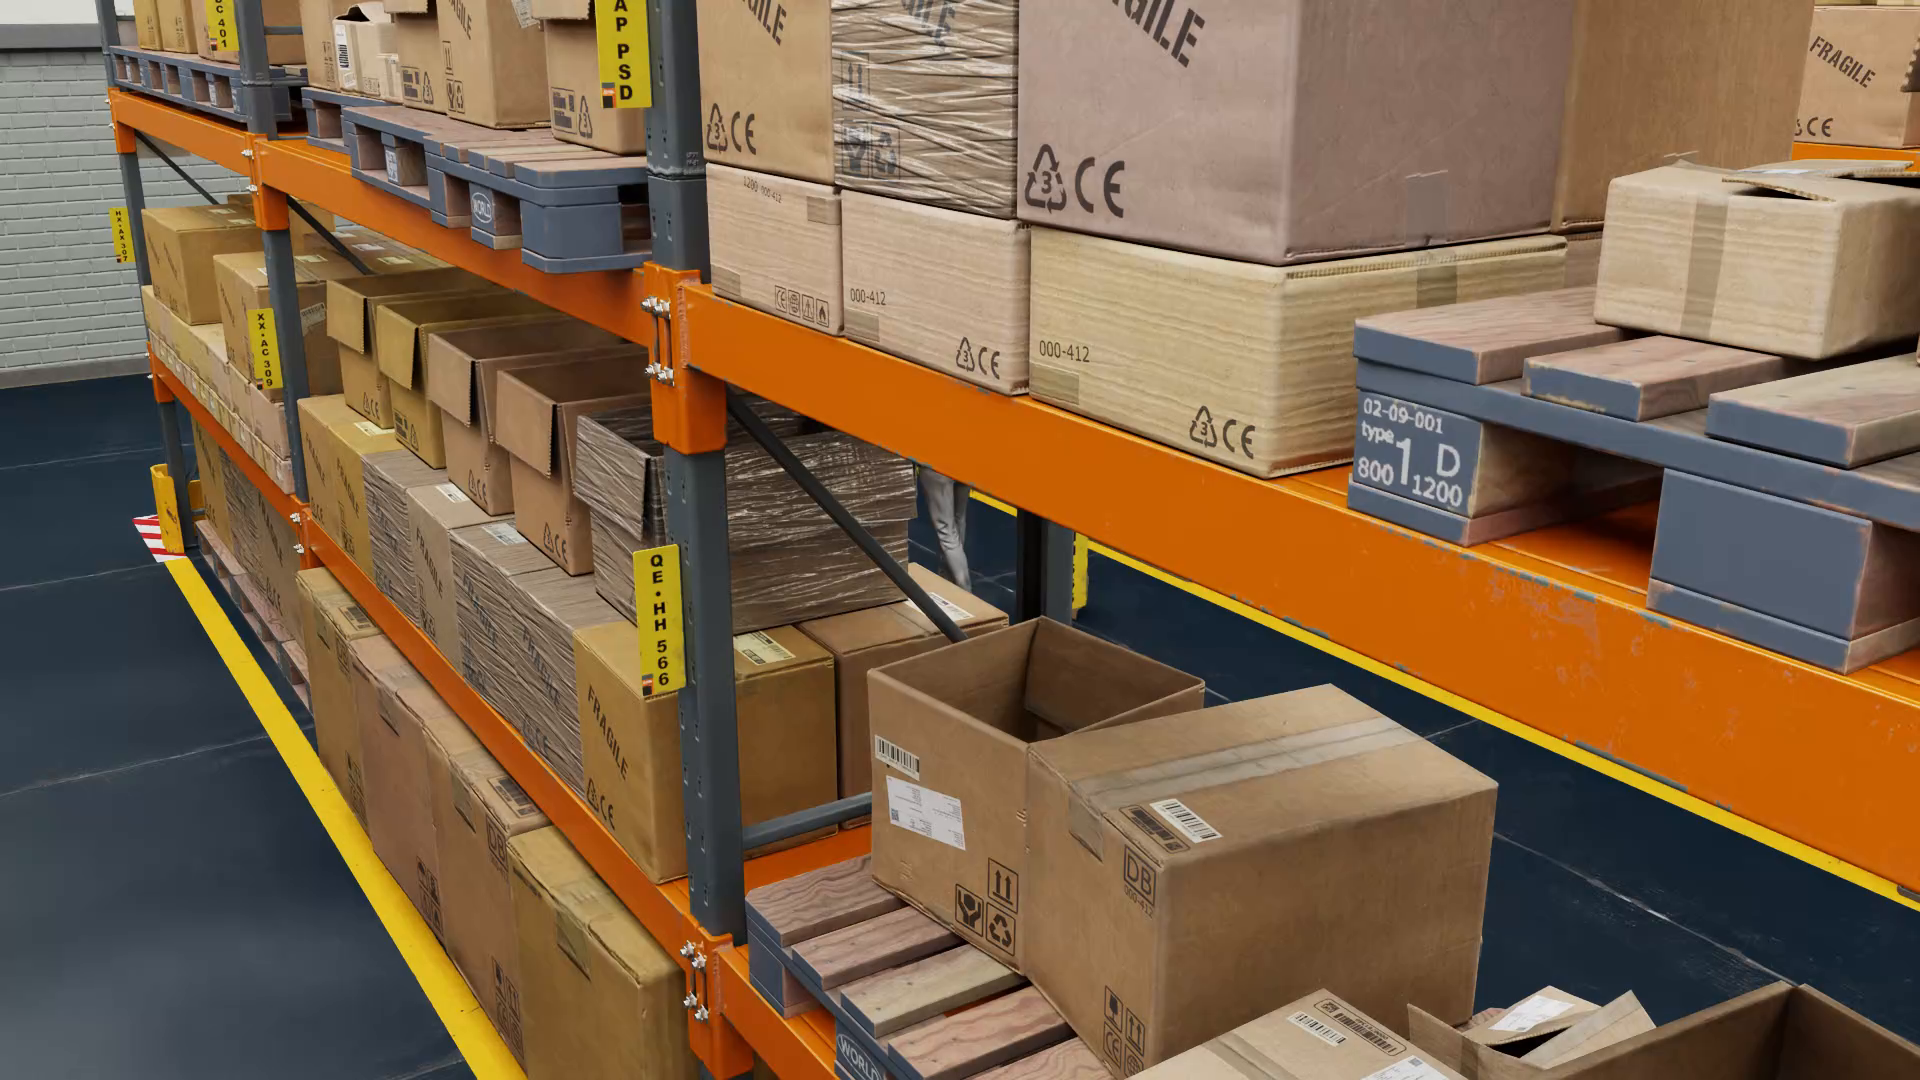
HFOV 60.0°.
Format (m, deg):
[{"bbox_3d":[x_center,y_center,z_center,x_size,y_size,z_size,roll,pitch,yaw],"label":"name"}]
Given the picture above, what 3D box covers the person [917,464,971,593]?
[{"bbox_3d":[-0.091,-0.435,9.316,0.537,1.629,0.873,-9,20,-26],"label":"person"}]
